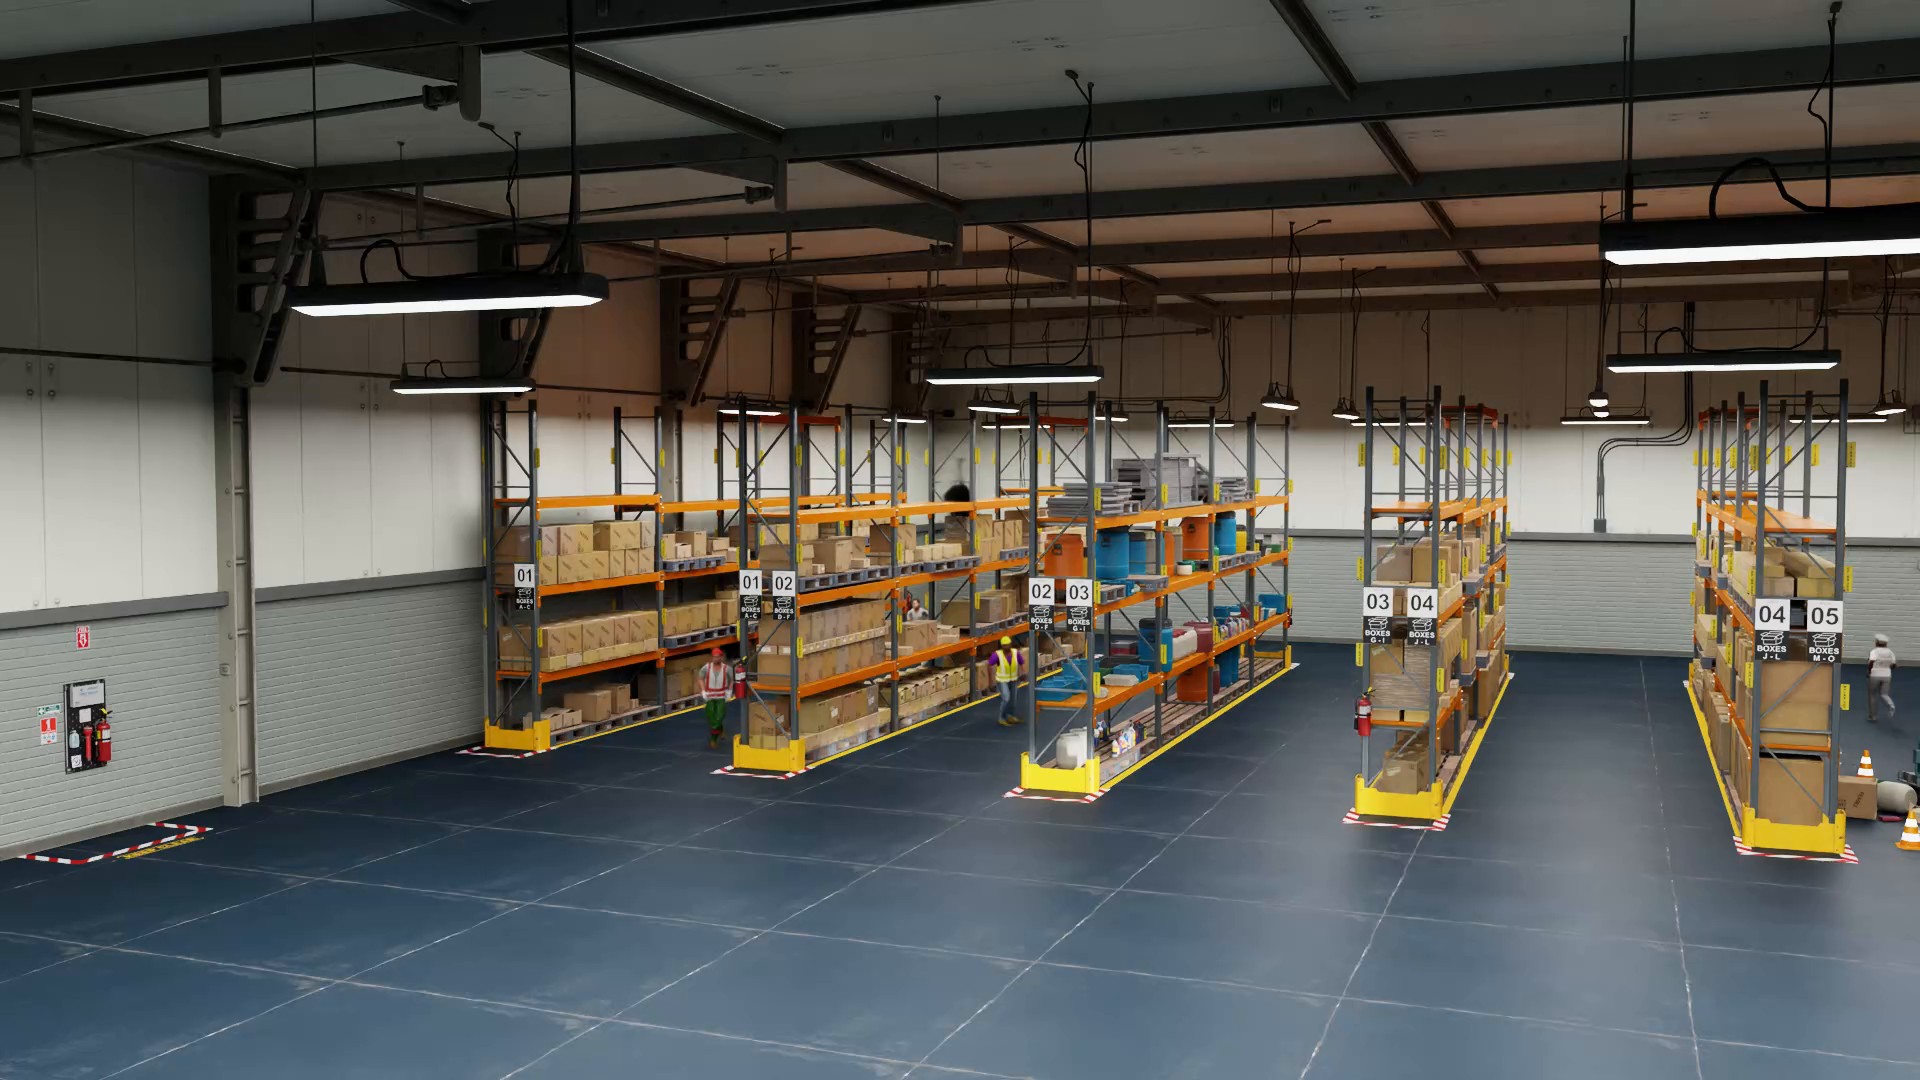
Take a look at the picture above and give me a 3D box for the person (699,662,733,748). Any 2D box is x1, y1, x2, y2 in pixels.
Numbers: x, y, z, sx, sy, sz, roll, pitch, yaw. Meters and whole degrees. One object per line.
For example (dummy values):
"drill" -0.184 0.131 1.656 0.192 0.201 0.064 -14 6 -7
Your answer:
"person" -4.205 2.847 28.876 0.626 1.478 0.572 0 3 0

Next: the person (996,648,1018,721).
"person" 0.881 2.700 31.233 0.546 1.389 0.607 -1 3 -27

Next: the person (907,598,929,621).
"person" -1.006 2.155 40.124 0.510 1.510 0.918 1 3 12

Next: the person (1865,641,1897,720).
"person" 17.400 2.639 31.410 0.572 1.647 0.850 0 3 6
